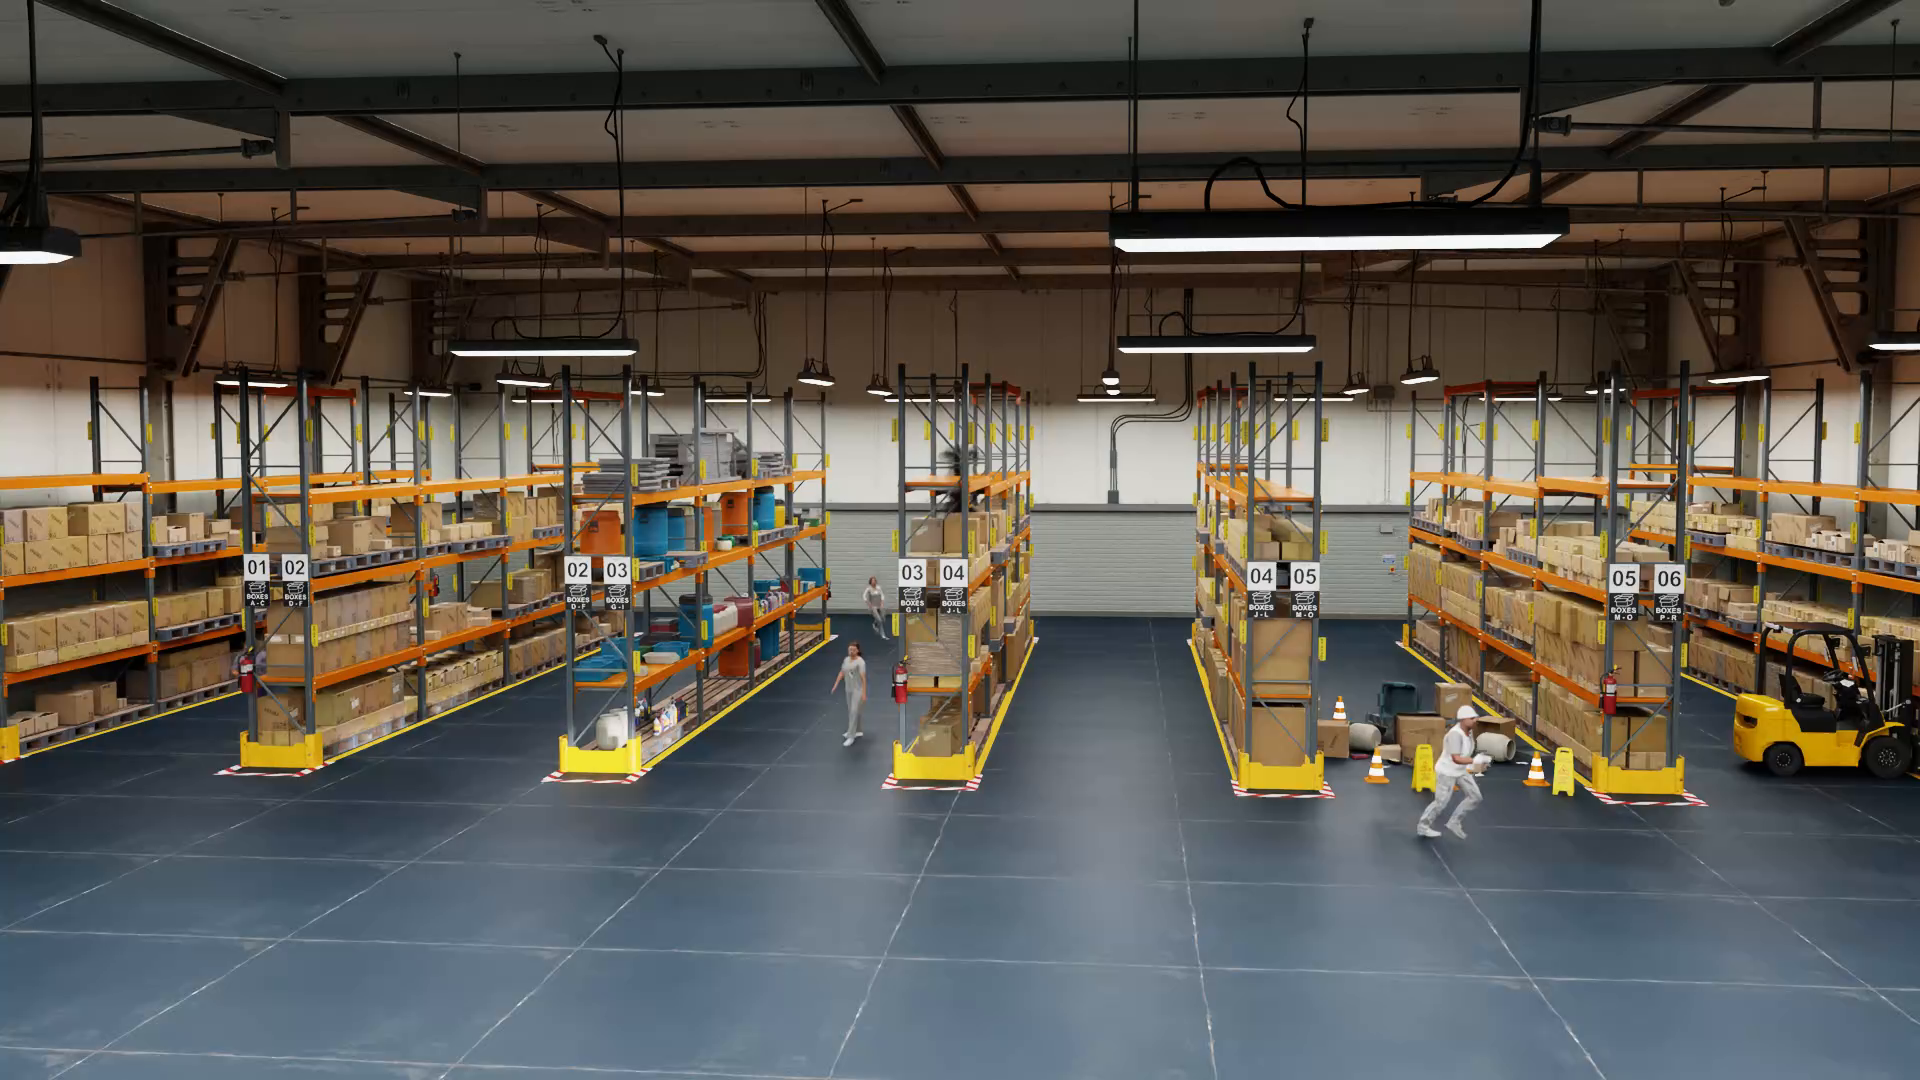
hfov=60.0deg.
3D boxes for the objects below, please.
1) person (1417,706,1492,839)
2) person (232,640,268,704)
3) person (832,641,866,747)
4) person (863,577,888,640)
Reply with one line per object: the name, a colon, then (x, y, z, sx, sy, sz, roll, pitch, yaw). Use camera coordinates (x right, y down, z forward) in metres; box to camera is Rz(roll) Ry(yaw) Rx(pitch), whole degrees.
person: (6.069, 2.843, 20.303, 0.958, 1.695, 0.709, 3, 5, 41)
person: (-11.718, 2.428, 27.621, 0.601, 1.625, 0.945, 0, 4, -3)
person: (-1.763, 2.453, 26.951, 0.619, 1.664, 0.761, 3, 5, 39)
person: (-2.095, 1.667, 40.364, 0.518, 1.520, 0.650, -2, 4, -29)
